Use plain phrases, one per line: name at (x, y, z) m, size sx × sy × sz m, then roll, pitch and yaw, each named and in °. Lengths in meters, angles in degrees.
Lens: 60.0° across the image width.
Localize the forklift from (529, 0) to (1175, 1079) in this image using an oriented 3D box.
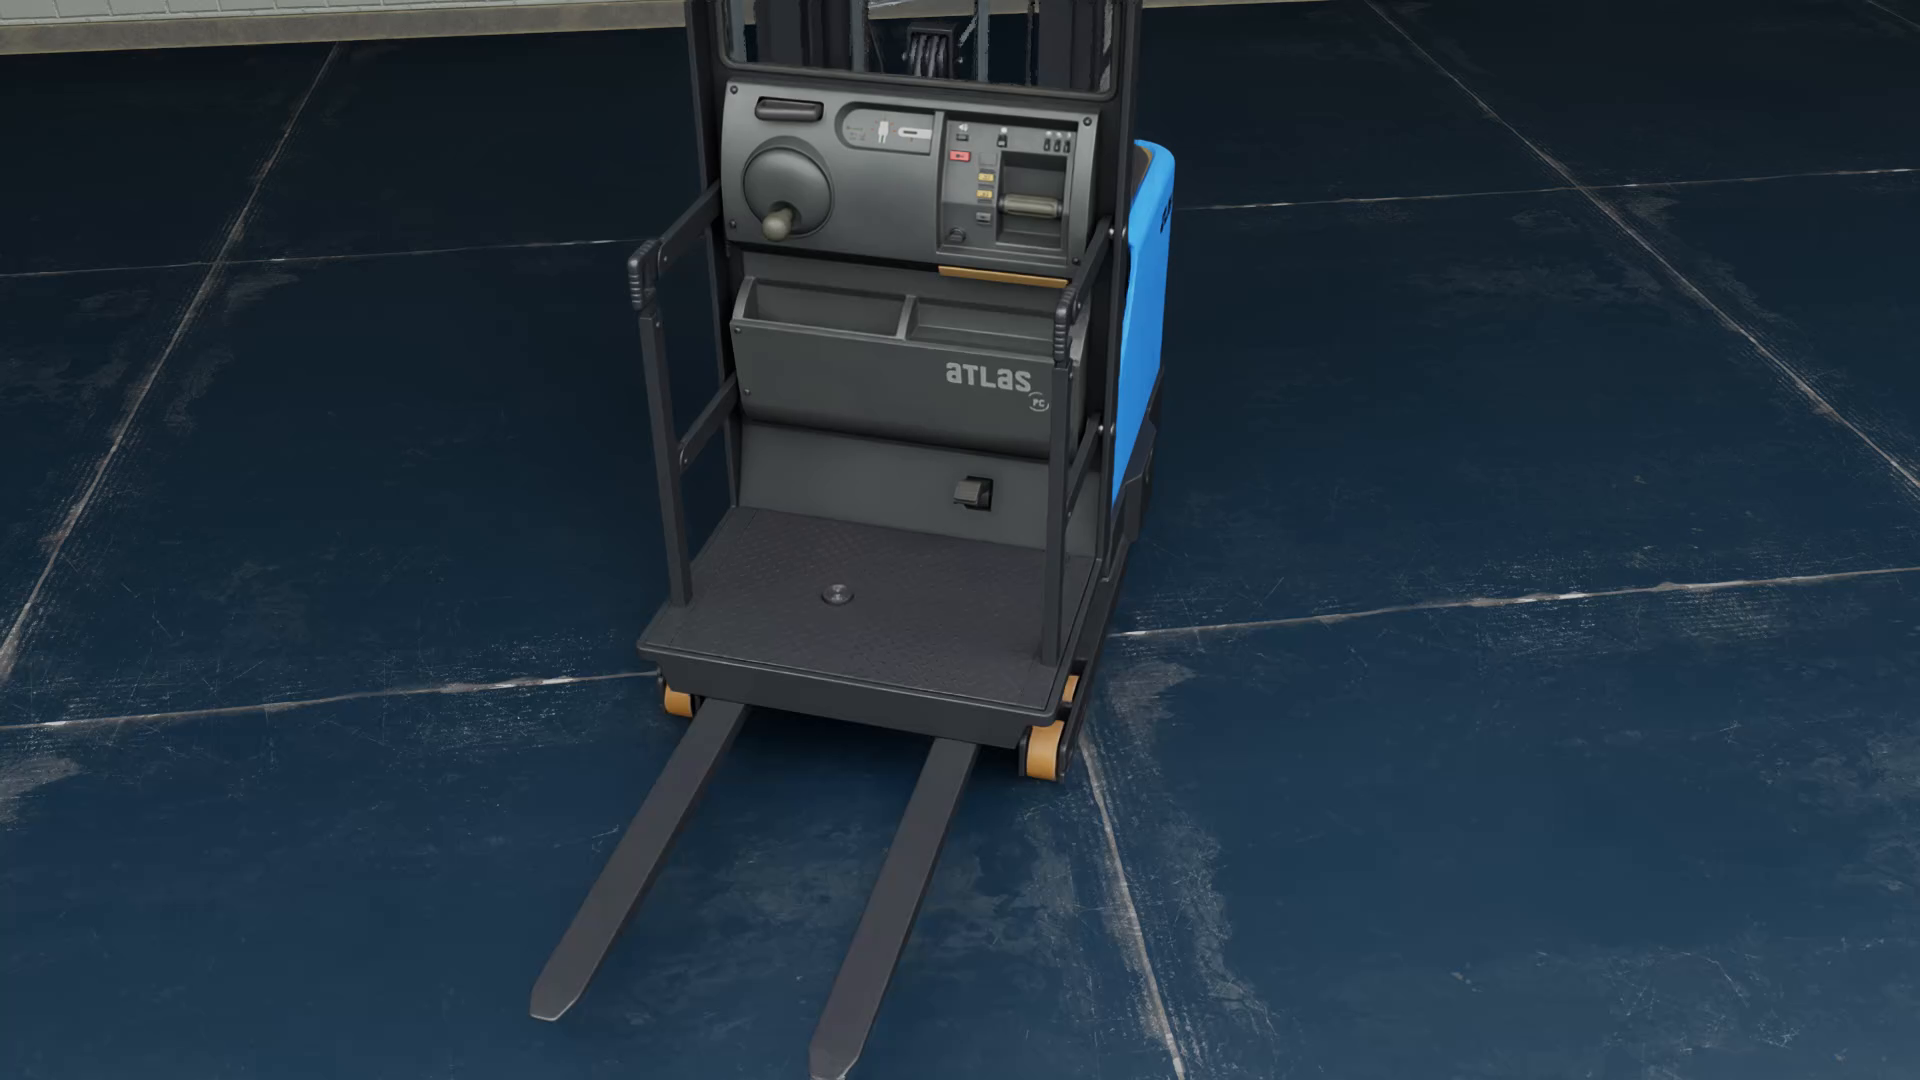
forklift at (-0.184, -0.827, 3.860) m, size 1.130 × 2.935 × 3.031 m, roll 8°, pitch 35°, yaw 12°

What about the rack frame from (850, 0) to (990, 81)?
rack frame at (-0.127, -1.208, 5.690) m, size 0.500 × 1.500 × 0.032 m, roll -17°, pitch 38°, yaw -24°

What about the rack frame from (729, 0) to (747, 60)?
rack frame at (-0.623, -1.708, 6.424) m, size 0.500 × 1.500 × 0.032 m, roll -17°, pitch 38°, yaw -24°

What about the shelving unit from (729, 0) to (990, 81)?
shelving unit at (-0.370, -1.453, 6.051) m, size 0.587 × 1.500 × 1.083 m, roll -17°, pitch 38°, yaw -24°
